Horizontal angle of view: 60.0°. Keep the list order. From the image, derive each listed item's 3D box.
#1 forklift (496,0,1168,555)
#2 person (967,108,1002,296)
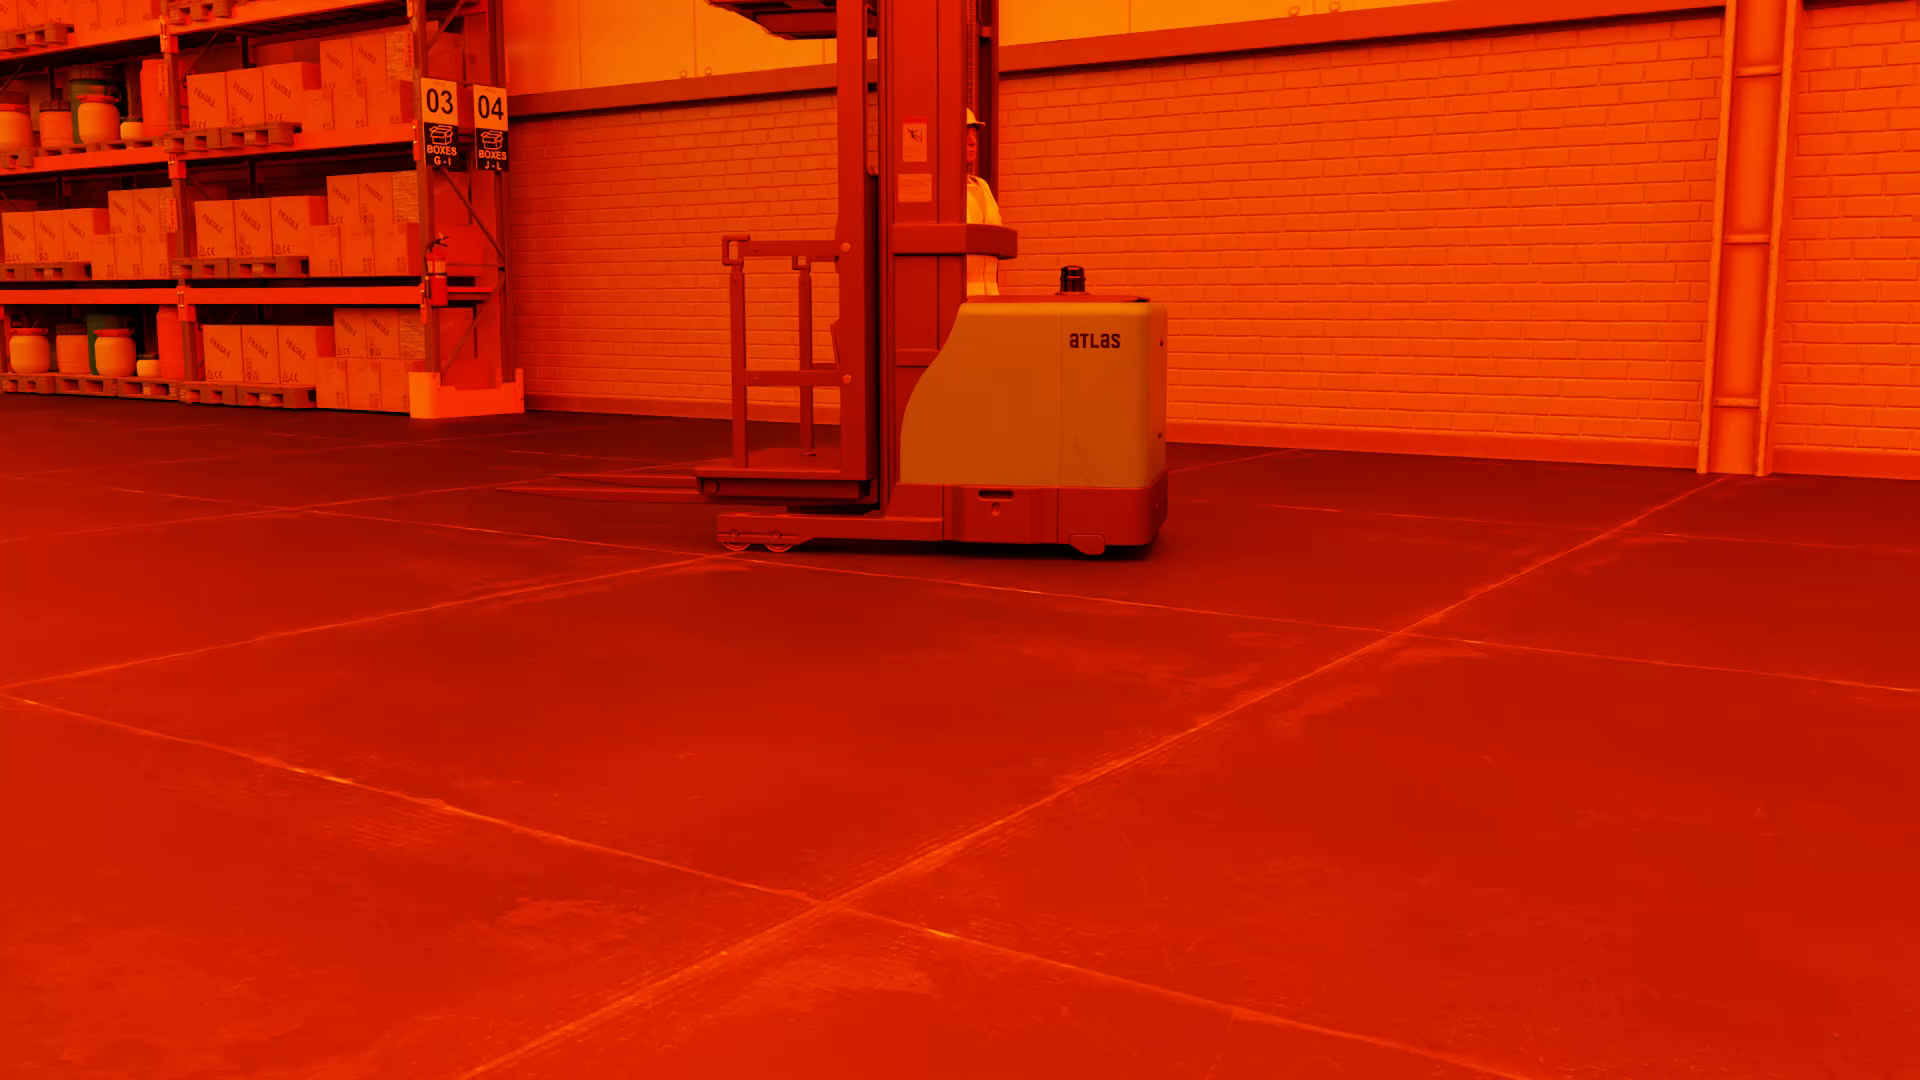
[{"bbox_3d":[-0.596,-1.469,7.520,3.031,2.935,1.130,2,8,12],"label":"forklift"},{"bbox_3d":[-0.006,-1.039,7.446,0.368,1.797,0.549,5,10,34],"label":"person"}]
